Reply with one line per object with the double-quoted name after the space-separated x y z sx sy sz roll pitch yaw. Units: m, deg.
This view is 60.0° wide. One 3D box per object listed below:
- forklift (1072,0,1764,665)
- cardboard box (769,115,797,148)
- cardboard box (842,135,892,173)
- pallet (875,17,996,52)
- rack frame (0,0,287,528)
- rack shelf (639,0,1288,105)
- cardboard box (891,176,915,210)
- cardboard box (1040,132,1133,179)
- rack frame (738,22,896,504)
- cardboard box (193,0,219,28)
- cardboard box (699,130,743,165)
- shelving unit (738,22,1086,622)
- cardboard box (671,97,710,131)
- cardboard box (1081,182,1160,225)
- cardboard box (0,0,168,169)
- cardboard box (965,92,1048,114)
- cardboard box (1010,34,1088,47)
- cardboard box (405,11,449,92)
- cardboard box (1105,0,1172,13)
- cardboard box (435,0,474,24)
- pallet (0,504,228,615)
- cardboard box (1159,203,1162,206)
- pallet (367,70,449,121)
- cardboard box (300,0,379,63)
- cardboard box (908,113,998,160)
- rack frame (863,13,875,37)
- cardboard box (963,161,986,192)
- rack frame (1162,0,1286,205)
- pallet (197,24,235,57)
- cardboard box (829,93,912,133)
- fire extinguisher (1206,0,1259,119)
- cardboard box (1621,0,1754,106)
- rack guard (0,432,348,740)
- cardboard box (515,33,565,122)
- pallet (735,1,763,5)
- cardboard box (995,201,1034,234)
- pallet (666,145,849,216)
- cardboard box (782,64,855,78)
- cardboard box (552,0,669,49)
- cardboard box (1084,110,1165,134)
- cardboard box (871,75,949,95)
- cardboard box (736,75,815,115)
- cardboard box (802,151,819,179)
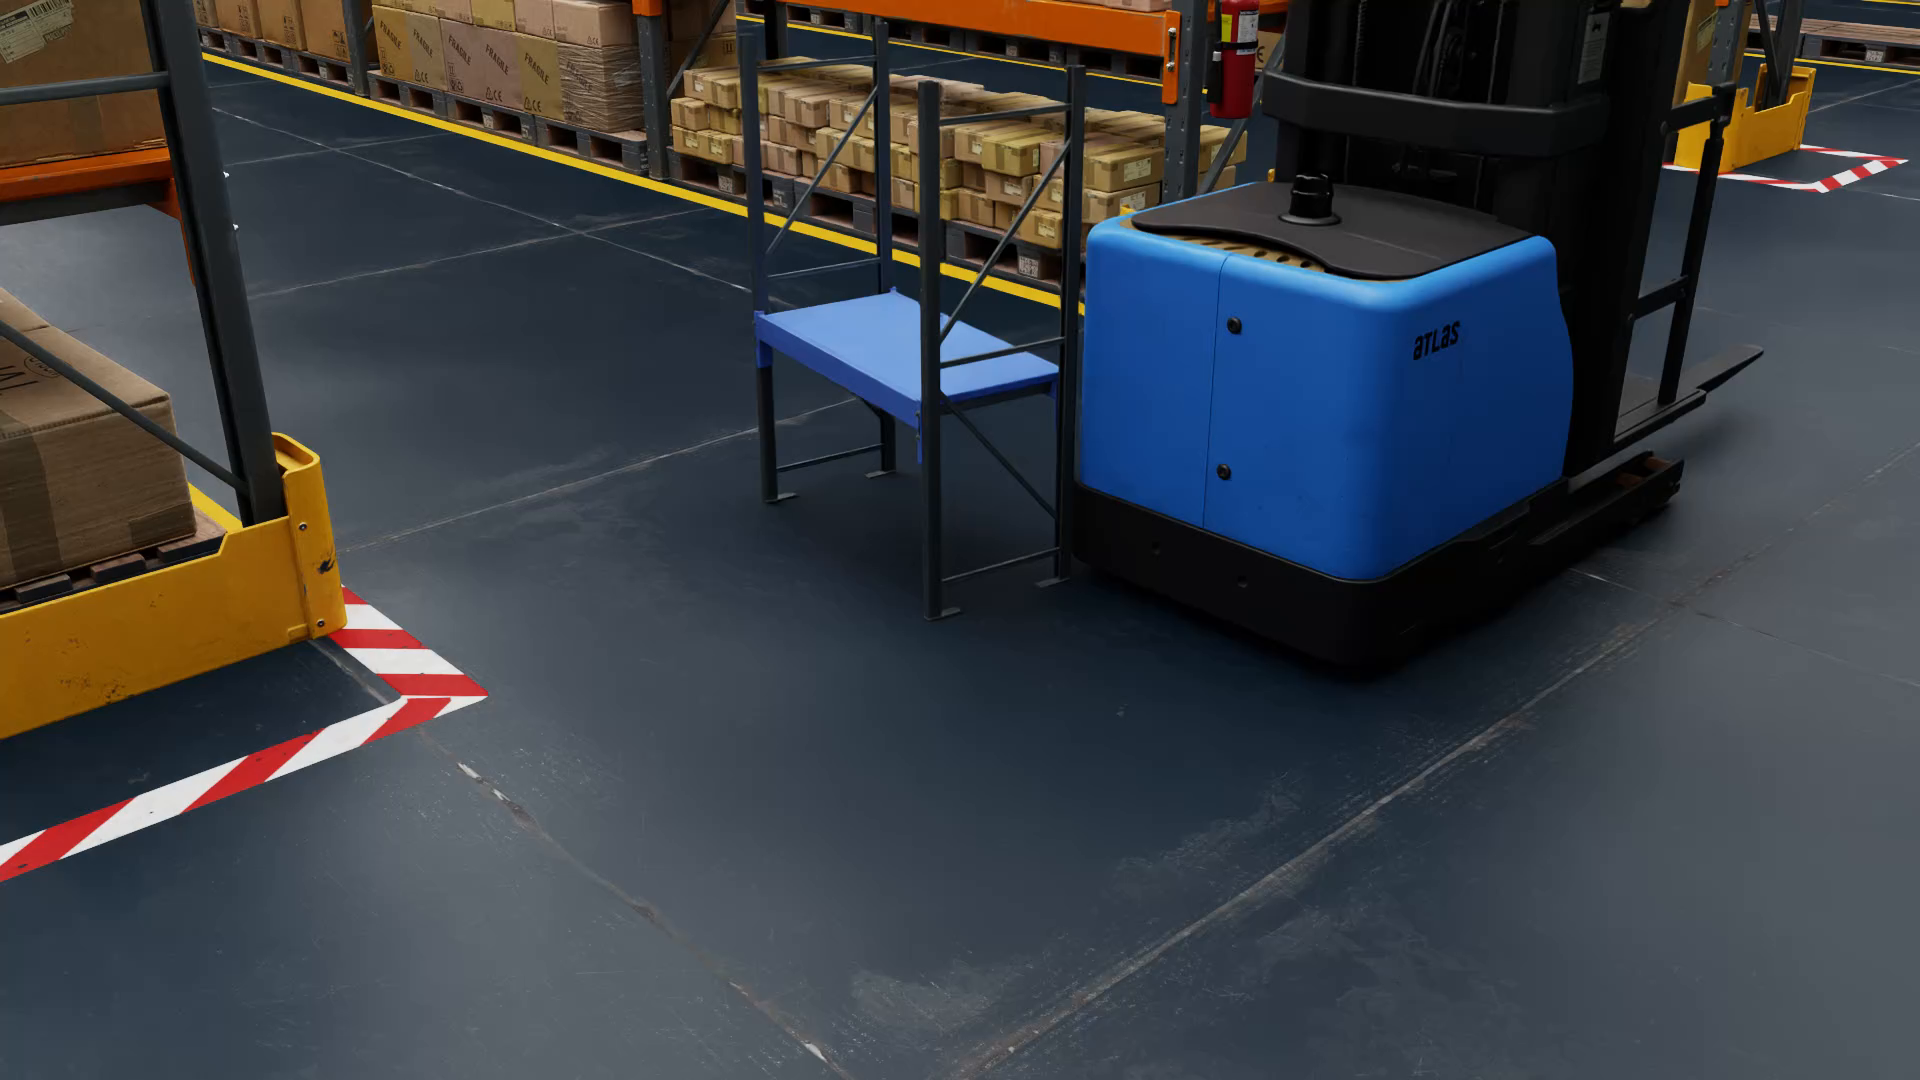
1.738 -1.518 5.045 3.031 2.935 1.130 -22 33 -40 "forklift"
-0.837 -2.293 9.234 0.250 0.149 0.380 22 32 39 "cardboard box"
-0.390 -2.027 8.650 0.380 0.149 0.250 -21 32 -38 "cardboard box"
-0.026 -4.722 15.345 1.003 0.211 1.213 -21 32 -38 "pallet"
-2.275 -1.015 3.862 1.000 3.000 0.127 -21 32 -38 "rack frame"
-0.098 -2.729 8.484 1.077 0.370 4.000 -21 32 -38 "rack shelf"
-0.181 -1.817 8.549 0.380 0.149 0.250 -20 32 -37 "cardboard box"
0.592 -1.796 7.785 0.380 0.149 0.250 -20 32 -37 "cardboard box"
-0.439 -0.863 5.336 0.500 1.500 0.032 -15 29 -30 "rack frame"
-6.443 -5.091 15.000 1.050 0.750 0.750 -21 32 -39 "cardboard box"
-1.269 -2.274 9.550 0.380 0.149 0.250 -20 31 -37 "cardboard box"
-0.163 -0.686 4.947 0.538 1.500 1.048 -15 29 -30 "shelving unit"
-1.451 -2.491 9.666 0.380 0.149 0.250 -19 31 -36 "cardboard box"
0.700 -1.559 7.623 0.380 0.149 0.250 -22 33 -40 "cardboard box"
-2.394 -1.288 4.338 0.500 0.500 0.500 -22 32 -39 "cardboard box"
0.245 -2.263 8.809 0.380 0.149 0.250 -21 32 -38 "cardboard box"
1.161 -4.722 14.040 0.875 0.875 1.225 22 33 40 "cardboard box"
-3.556 -3.490 11.791 0.500 0.500 0.500 -21 32 -38 "cardboard box"
0.840 -2.355 7.100 0.380 0.149 0.250 -21 32 -38 "cardboard box"
-3.229 -3.684 11.314 0.500 0.250 0.500 -21 32 -38 "cardboard box"
-2.879 0.033 4.923 1.003 0.211 1.213 -21 32 -38 "pallet"
1.144 -1.594 8.059 0.380 0.149 0.250 -20 32 -37 "cardboard box"
-3.666 -3.368 12.379 1.003 0.211 1.213 -21 32 -38 "pallet"
-4.550 -4.252 13.160 1.050 0.750 0.750 -22 32 -39 "cardboard box"
-0.032 -2.000 8.233 0.380 0.149 0.250 -20 31 -37 "cardboard box"
-0.509 -6.250 15.337 1.000 3.000 0.127 -21 32 -38 "rack frame"
0.235 -1.826 8.209 0.380 0.149 0.250 -22 32 -39 "cardboard box"
1.269 -2.450 7.007 1.000 3.000 0.127 -21 32 -38 "rack frame"
-6.351 -4.605 15.089 1.003 0.211 1.213 -21 32 -38 "pallet"
-0.471 -2.269 8.821 0.250 0.149 0.380 22 33 40 "cardboard box"
1.104 -2.038 6.646 0.296 0.674 0.183 -21 32 -38 "fire extinguisher"
4.463 -3.222 10.753 0.875 0.875 0.875 -21 32 -38 "cardboard box"
-2.259 0.129 4.365 1.175 0.500 0.348 -21 32 -38 "rack guard"
-2.505 -3.024 10.771 0.500 0.500 0.500 -22 33 -40 "cardboard box"
-2.710 -5.958 18.056 1.003 0.211 1.213 -21 32 -38 "pallet"
0.390 -1.598 8.068 0.380 0.149 0.250 -21 32 -39 "cardboard box"
-0.980 -2.200 9.818 1.003 0.211 1.213 -21 32 -38 "pallet"
-0.828 -2.727 9.825 0.380 0.149 0.250 -21 32 -38 "cardboard box"
-2.159 -3.211 10.277 0.500 0.250 0.500 -22 33 -40 "cardboard box"
0.804 -2.032 8.303 0.380 0.149 0.250 -21 32 -39 "cardboard box"
-0.280 -2.497 9.321 0.250 0.149 0.380 22 32 39 "cardboard box"
-1.027 -2.501 9.330 0.380 0.149 0.250 -22 32 -39 "cardboard box"
-0.642 -2.079 9.122 0.250 0.149 0.380 22 33 40 "cardboard box"
